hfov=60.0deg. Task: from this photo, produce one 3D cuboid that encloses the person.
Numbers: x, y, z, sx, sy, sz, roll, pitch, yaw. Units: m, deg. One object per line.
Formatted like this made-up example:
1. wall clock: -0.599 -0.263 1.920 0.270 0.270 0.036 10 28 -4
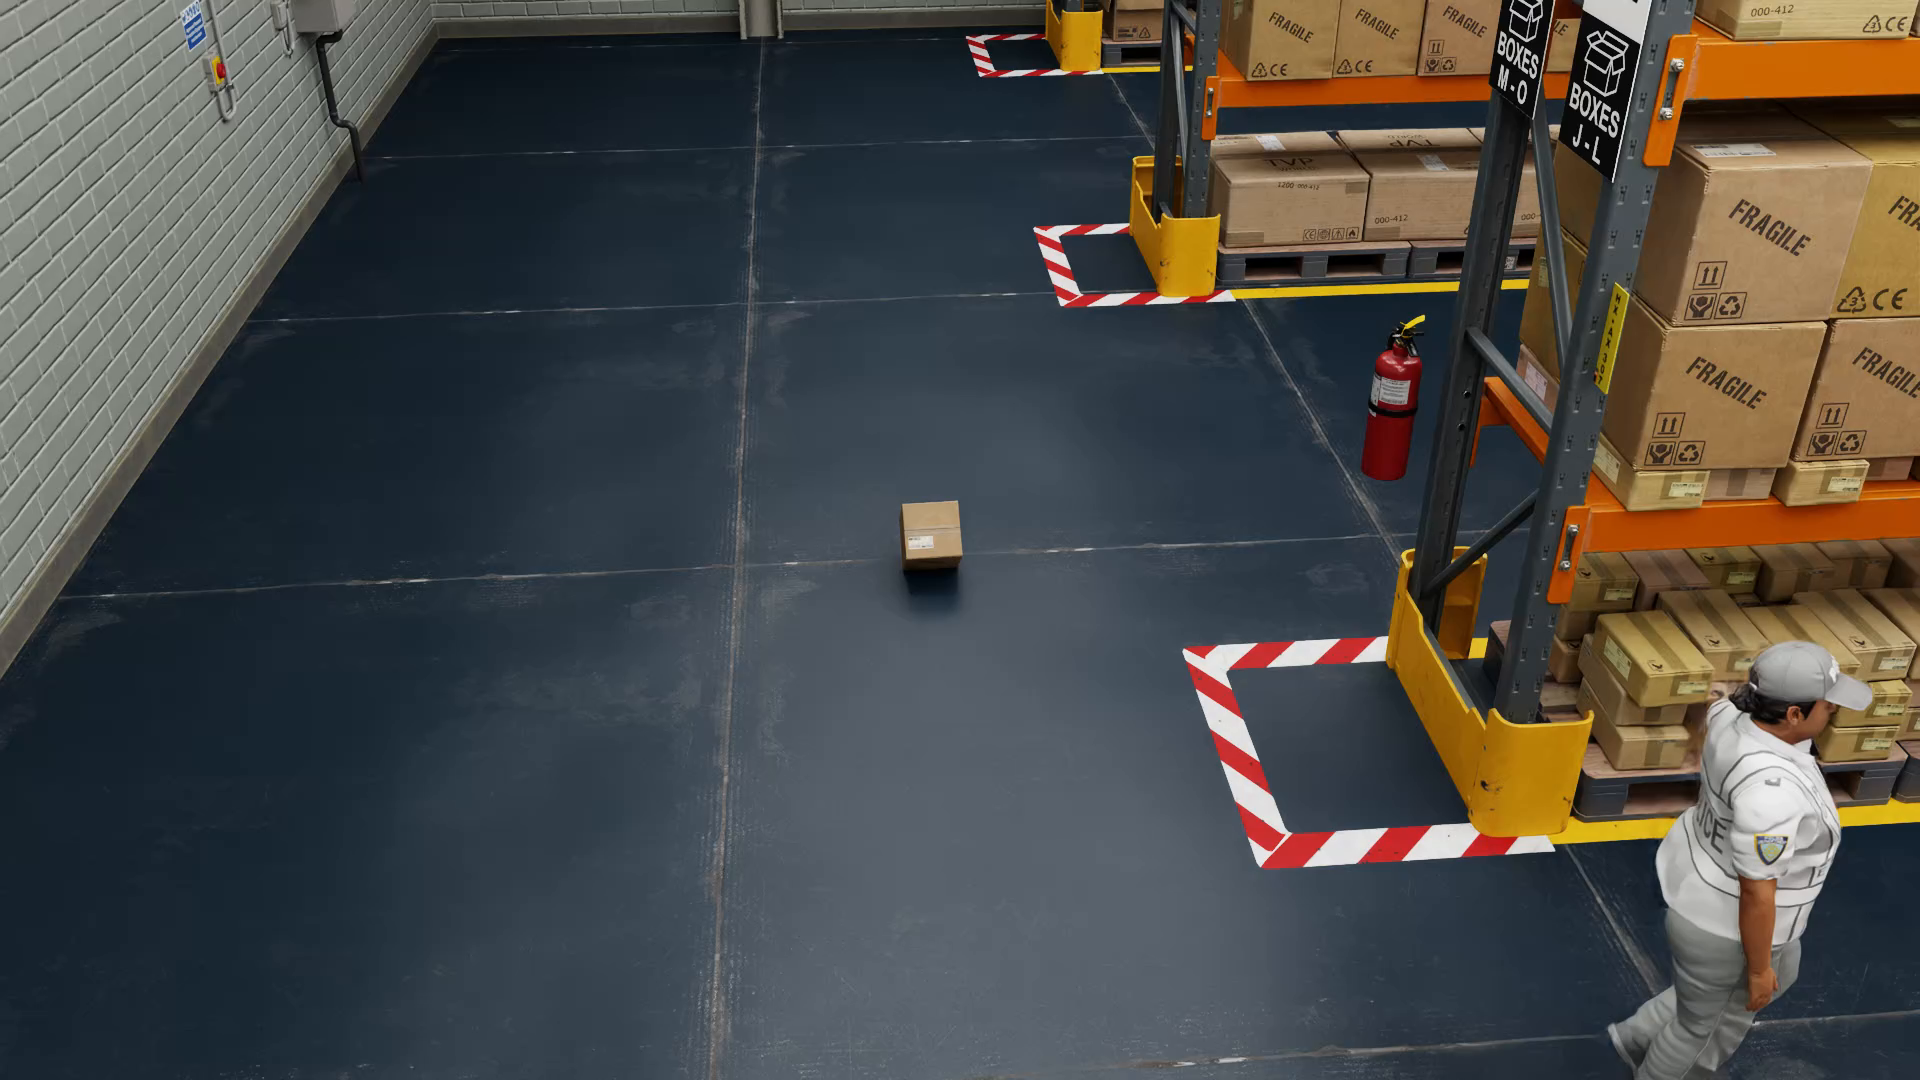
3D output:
1. person: 2.102 0.987 4.463 0.466 1.652 0.519 7 32 11
